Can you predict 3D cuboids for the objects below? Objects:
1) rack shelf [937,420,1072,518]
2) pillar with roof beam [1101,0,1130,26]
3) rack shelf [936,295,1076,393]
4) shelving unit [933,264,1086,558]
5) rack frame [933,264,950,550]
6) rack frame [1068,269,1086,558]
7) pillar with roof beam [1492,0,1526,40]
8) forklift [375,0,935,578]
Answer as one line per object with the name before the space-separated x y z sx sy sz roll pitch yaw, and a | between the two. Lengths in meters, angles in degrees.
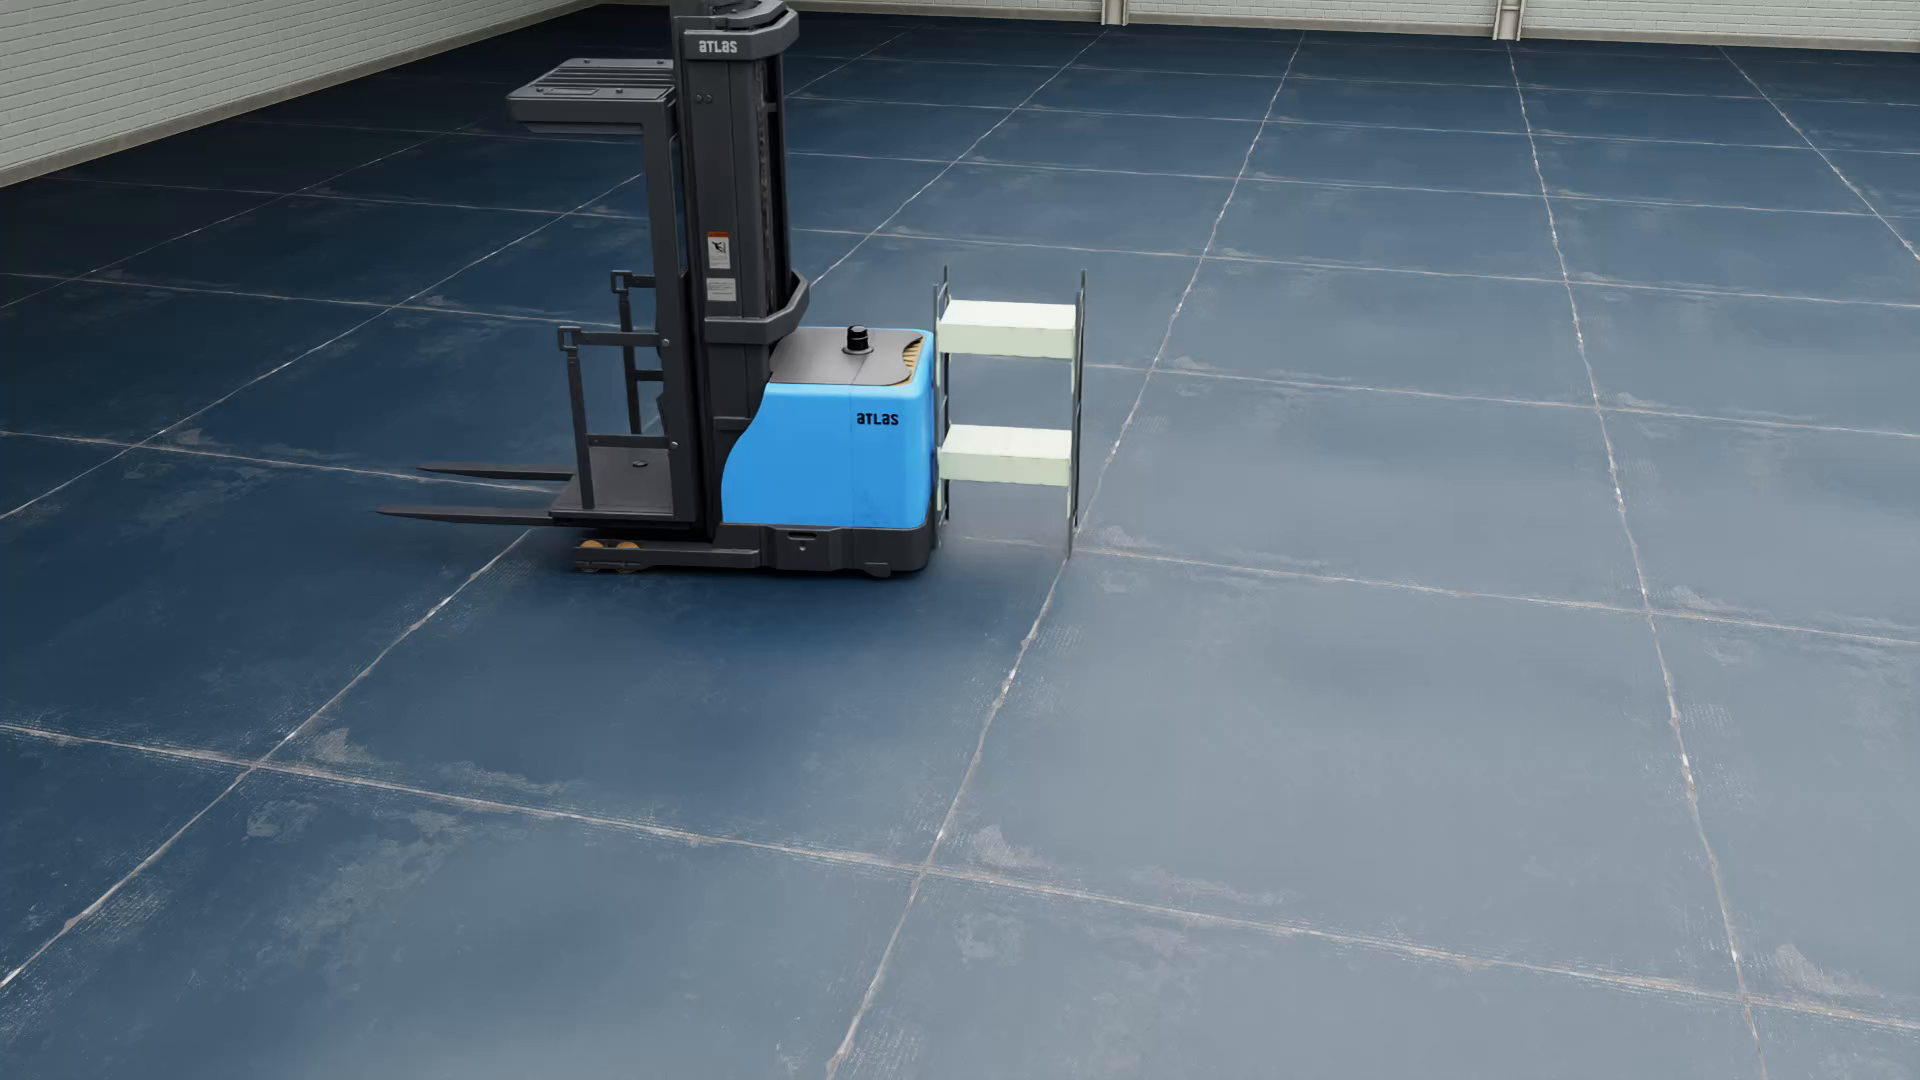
rack shelf | 0.263 -0.392 9.088 0.720 0.370 0.431 4 26 7
pillar with roof beam | 1.405 -10.529 20.896 0.400 9.000 9.100 6 26 13
rack shelf | 0.263 -1.039 8.780 0.720 0.370 0.431 4 26 7
shelving unit | 0.263 -0.687 8.948 0.755 1.500 0.431 4 26 7
rack frame | -0.100 -0.709 8.994 0.023 1.500 0.400 4 26 7
rack frame | 0.625 -0.664 8.901 0.023 1.500 0.400 4 26 7
pillar with roof beam | 7.216 -9.886 19.547 0.400 9.000 9.100 6 26 13
forklift | -1.652 -1.368 8.713 3.031 2.935 1.130 2 26 4
